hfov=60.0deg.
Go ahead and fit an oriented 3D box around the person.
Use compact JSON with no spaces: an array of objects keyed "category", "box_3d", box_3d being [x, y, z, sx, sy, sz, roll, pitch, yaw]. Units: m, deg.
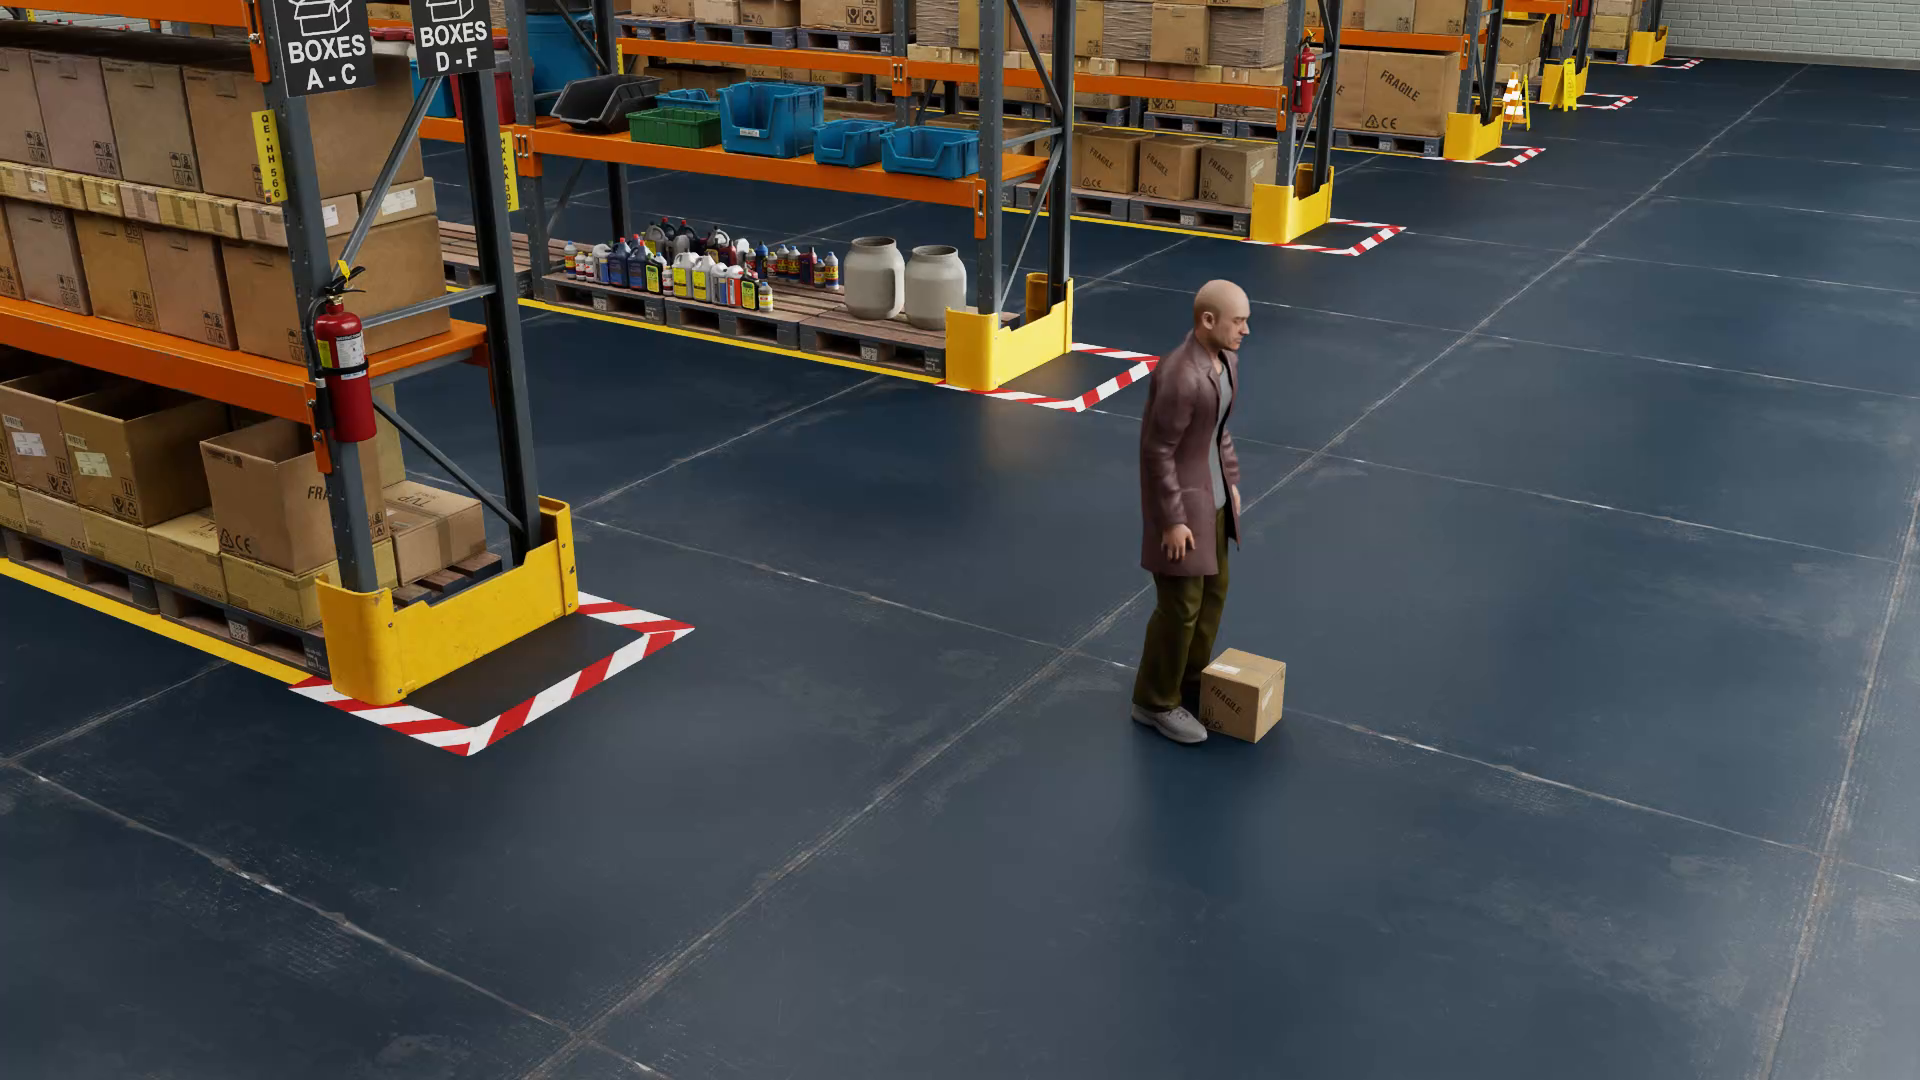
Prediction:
[{"category":"person","box_3d":[0.908,-0.134,6.433,0.421,1.774,0.642,14,26,29]}]
